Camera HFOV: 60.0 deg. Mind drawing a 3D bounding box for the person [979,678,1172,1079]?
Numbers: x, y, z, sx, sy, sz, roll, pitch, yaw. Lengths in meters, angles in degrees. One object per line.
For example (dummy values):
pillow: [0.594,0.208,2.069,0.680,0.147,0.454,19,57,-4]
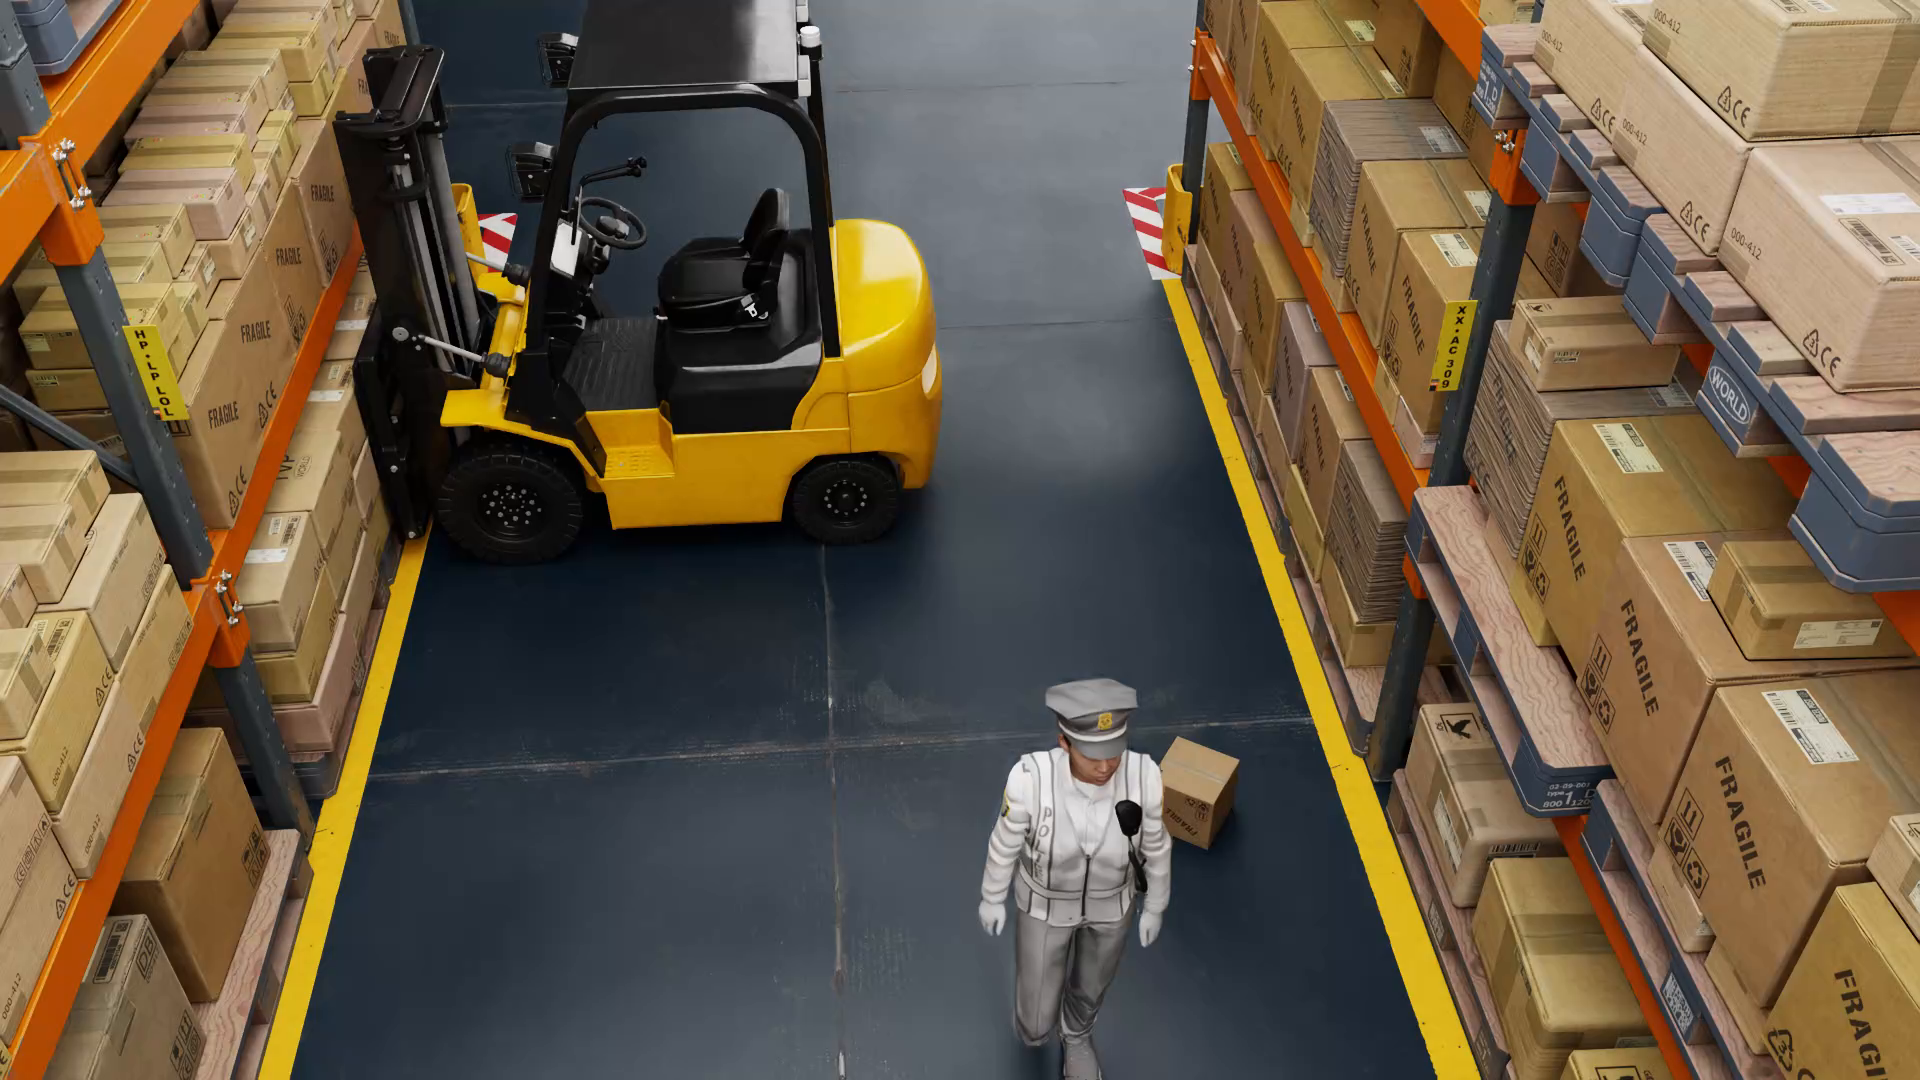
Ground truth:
person: [0.333,1.048,4.822,0.547,1.688,0.437,-3,39,-4]
